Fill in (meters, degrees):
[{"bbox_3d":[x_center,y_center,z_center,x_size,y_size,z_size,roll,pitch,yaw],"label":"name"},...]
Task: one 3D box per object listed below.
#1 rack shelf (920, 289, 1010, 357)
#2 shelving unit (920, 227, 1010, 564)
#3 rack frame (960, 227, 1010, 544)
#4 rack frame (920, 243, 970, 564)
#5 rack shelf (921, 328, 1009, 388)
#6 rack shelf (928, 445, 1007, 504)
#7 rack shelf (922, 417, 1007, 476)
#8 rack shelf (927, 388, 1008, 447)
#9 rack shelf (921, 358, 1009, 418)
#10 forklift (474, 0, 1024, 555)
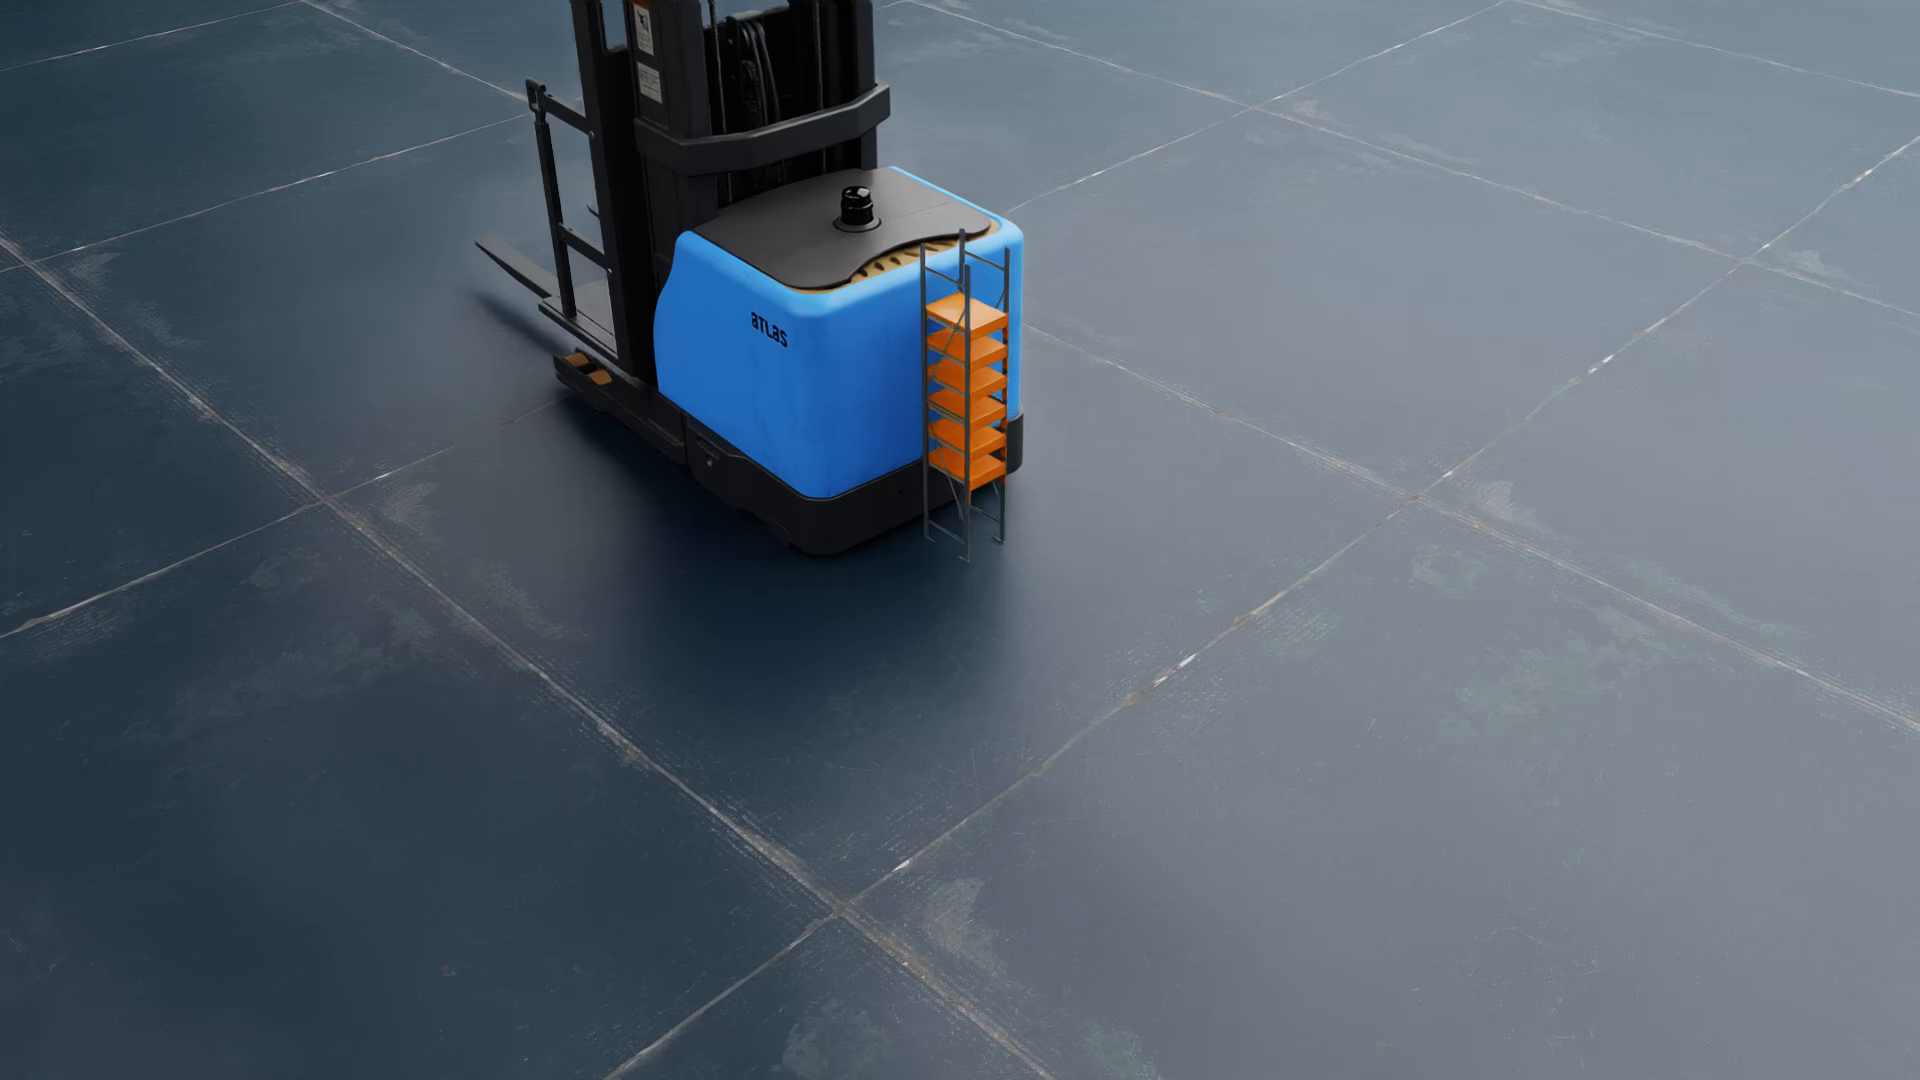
[{"bbox_3d":[0.016,-0.749,5.723,0.180,0.103,0.258,-28,44,-34],"label":"rack shelf"},{"bbox_3d":[0.016,-0.491,5.904,0.189,1.200,0.258,-28,44,-34],"label":"shelving unit"},{"bbox_3d":[0.083,-0.527,5.956,0.006,1.200,0.240,-28,44,-34],"label":"rack frame"},{"bbox_3d":[-0.050,-0.455,5.853,0.006,1.200,0.240,-28,44,-34],"label":"rack frame"},{"bbox_3d":[0.016,-0.651,5.792,0.180,0.103,0.258,-28,44,-34],"label":"rack shelf"},{"bbox_3d":[0.016,-0.257,6.067,0.180,0.103,0.258,-28,44,-34],"label":"rack shelf"},{"bbox_3d":[0.016,-0.356,5.998,0.180,0.103,0.258,-28,44,-34],"label":"rack shelf"},{"bbox_3d":[0.016,-0.454,5.930,0.180,0.103,0.258,-28,44,-34],"label":"rack shelf"},{"bbox_3d":[0.016,-0.552,5.861,0.180,0.103,0.258,-28,44,-34],"label":"rack shelf"},{"bbox_3d":[-1.086,-1.917,6.437,1.130,2.935,3.031,-26,42,-32],"label":"forklift"}]
